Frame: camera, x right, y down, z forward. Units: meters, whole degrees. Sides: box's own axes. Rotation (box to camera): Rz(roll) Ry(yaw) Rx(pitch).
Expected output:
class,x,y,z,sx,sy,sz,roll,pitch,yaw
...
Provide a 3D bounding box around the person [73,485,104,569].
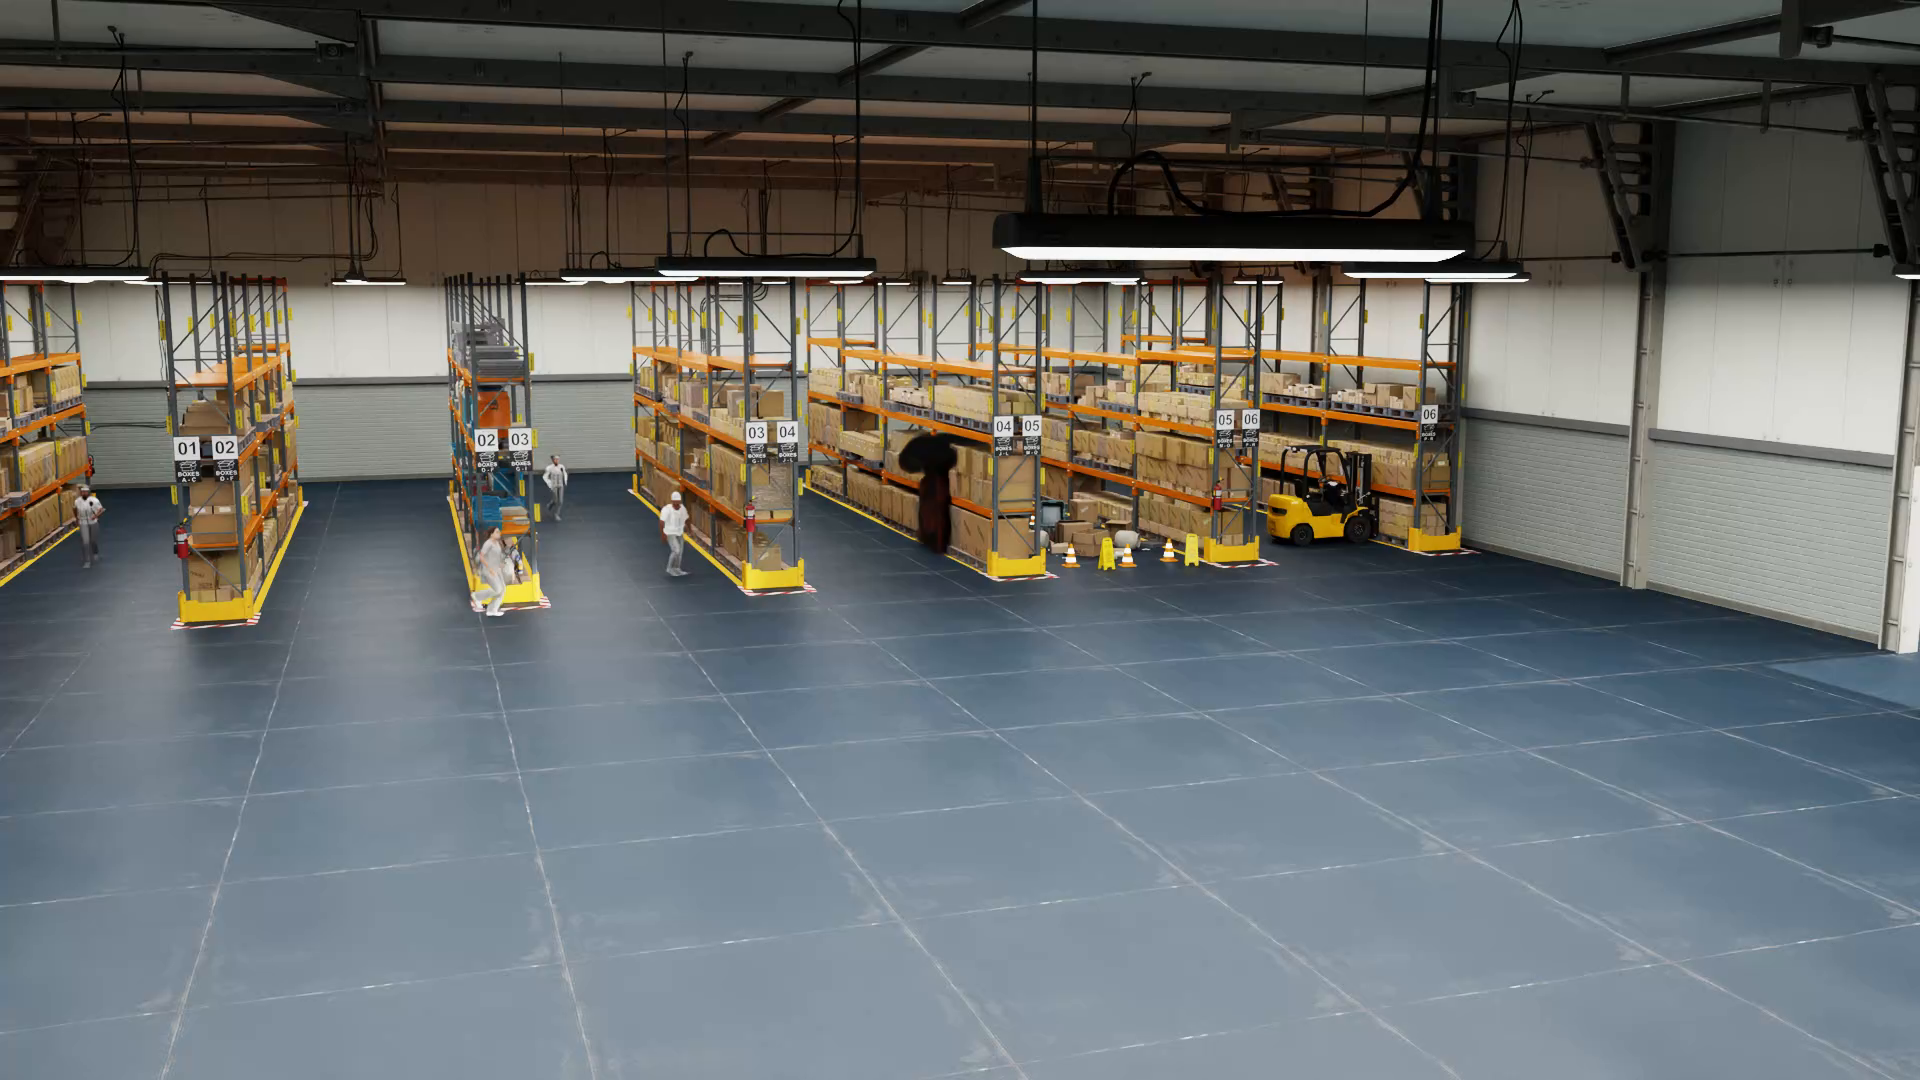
class,x,y,z,sx,sy,sz,roll,pitch,yaw
person,-18.070,-0.297,34.518,0.590,1.752,0.757,-3,9,-20

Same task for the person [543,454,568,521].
class,x,y,z,sx,sy,sz,roll,pitch,yaw
person,-10.041,-1.323,41.396,0.613,1.670,0.583,-5,10,-31

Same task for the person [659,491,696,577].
class,x,y,z,sx,sy,sz,roll,pitch,yaw
person,-5.671,-0.118,33.154,0.594,1.730,0.621,6,11,35

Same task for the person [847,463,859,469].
class,x,y,z,sx,sy,sz,roll,pitch,yaw
person,-3.351,-2.671,50.022,0.725,1.721,0.708,-6,10,-33

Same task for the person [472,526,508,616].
class,x,y,z,sx,sy,sz,roll,pitch,yaw
person,-8.279,0.590,29.237,0.581,1.507,0.553,2,9,14
